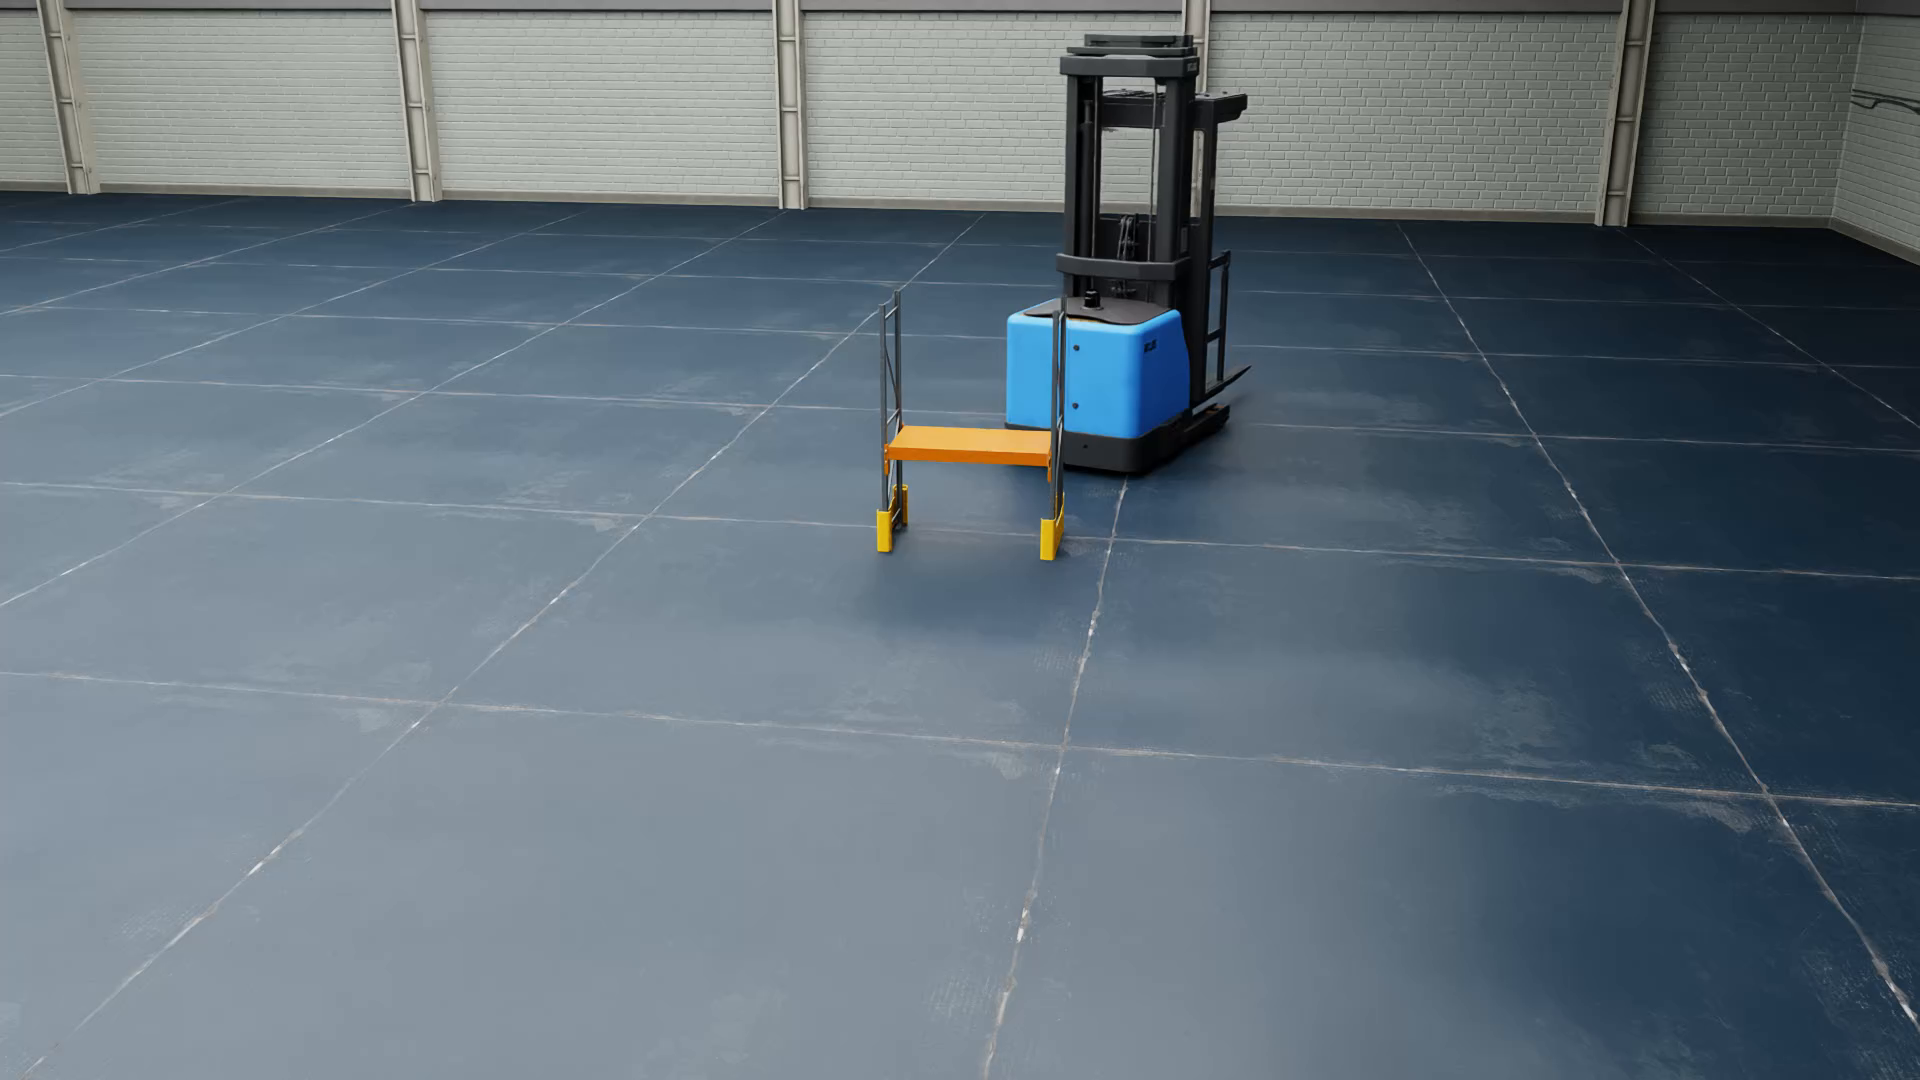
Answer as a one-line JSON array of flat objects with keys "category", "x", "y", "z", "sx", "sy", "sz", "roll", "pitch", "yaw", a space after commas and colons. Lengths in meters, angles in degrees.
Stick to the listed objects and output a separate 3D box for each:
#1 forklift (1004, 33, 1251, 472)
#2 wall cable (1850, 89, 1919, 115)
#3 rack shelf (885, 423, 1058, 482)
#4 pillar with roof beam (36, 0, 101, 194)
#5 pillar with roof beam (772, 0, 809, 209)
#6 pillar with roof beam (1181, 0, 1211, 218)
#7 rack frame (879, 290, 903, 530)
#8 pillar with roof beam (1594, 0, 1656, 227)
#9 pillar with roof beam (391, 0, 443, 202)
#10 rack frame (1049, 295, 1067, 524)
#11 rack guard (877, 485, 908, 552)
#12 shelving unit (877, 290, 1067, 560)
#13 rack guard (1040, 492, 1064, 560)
[{"category": "forklift", "x": 1.448, "y": -2.279, "z": 12.497, "sx": 1.130, "sy": 2.935, "sz": 3.031, "roll": 9, "pitch": 21, "yaw": 26}, {"category": "wall cable", "x": 11.996, "y": -6.736, "z": 21.147, "sx": 0.112, "sy": 2.526, "sz": 3.097, "roll": 3, "pitch": 19, "yaw": 9}, {"category": "rack shelf", "x": 0.084, "y": -0.536, "z": 10.109, "sx": 1.000, "sy": 0.185, "sz": 0.538, "roll": 3, "pitch": 19, "yaw": 9}, {"category": "pillar with roof beam", "x": -15.082, "y": -8.630, "z": 21.915, "sx": 0.400, "sy": 9.000, "sz": 9.100, "roll": 3, "pitch": 19, "yaw": 9}, {"category": "pillar with roof beam", "x": -3.234, "y": -8.026, "z": 20.110, "sx": 0.400, "sy": 9.000, "sz": 9.100, "roll": 3, "pitch": 19, "yaw": 9}, {"category": "pillar with roof beam", "x": 2.690, "y": -7.724, "z": 19.207, "sx": 0.400, "sy": 9.000, "sz": 9.100, "roll": 3, "pitch": 19, "yaw": 9}, {"category": "rack frame", "x": -0.418, "y": -0.733, "z": 10.129, "sx": 0.032, "sy": 1.500, "sz": 0.500, "roll": 3, "pitch": 19, "yaw": 9}, {"category": "pillar with roof beam", "x": 8.614, "y": -7.422, "z": 18.305, "sx": 0.400, "sy": 9.000, "sz": 9.100, "roll": 3, "pitch": 19, "yaw": 9}, {"category": "pillar with roof beam", "x": -9.158, "y": -8.328, "z": 21.012, "sx": 0.400, "sy": 9.000, "sz": 9.100, "roll": 3, "pitch": 19, "yaw": 9}, {"category": "rack frame", "x": 0.586, "y": -0.681, "z": 9.976, "sx": 0.032, "sy": 1.500, "sz": 0.500, "roll": 3, "pitch": 19, "yaw": 9}, {"category": "rack guard", "x": -0.416, "y": -0.140, "z": 10.327, "sx": 0.087, "sy": 0.250, "sz": 0.587, "roll": 3, "pitch": 19, "yaw": 9}, {"category": "shelving unit", "x": 0.075, "y": -0.707, "z": 10.054, "sx": 1.083, "sy": 1.500, "sz": 0.587, "roll": 3, "pitch": 19, "yaw": 9}, {"category": "rack guard", "x": 0.567, "y": -0.090, "z": 10.177, "sx": 0.087, "sy": 0.250, "sz": 0.587, "roll": 3, "pitch": 19, "yaw": 9}]
